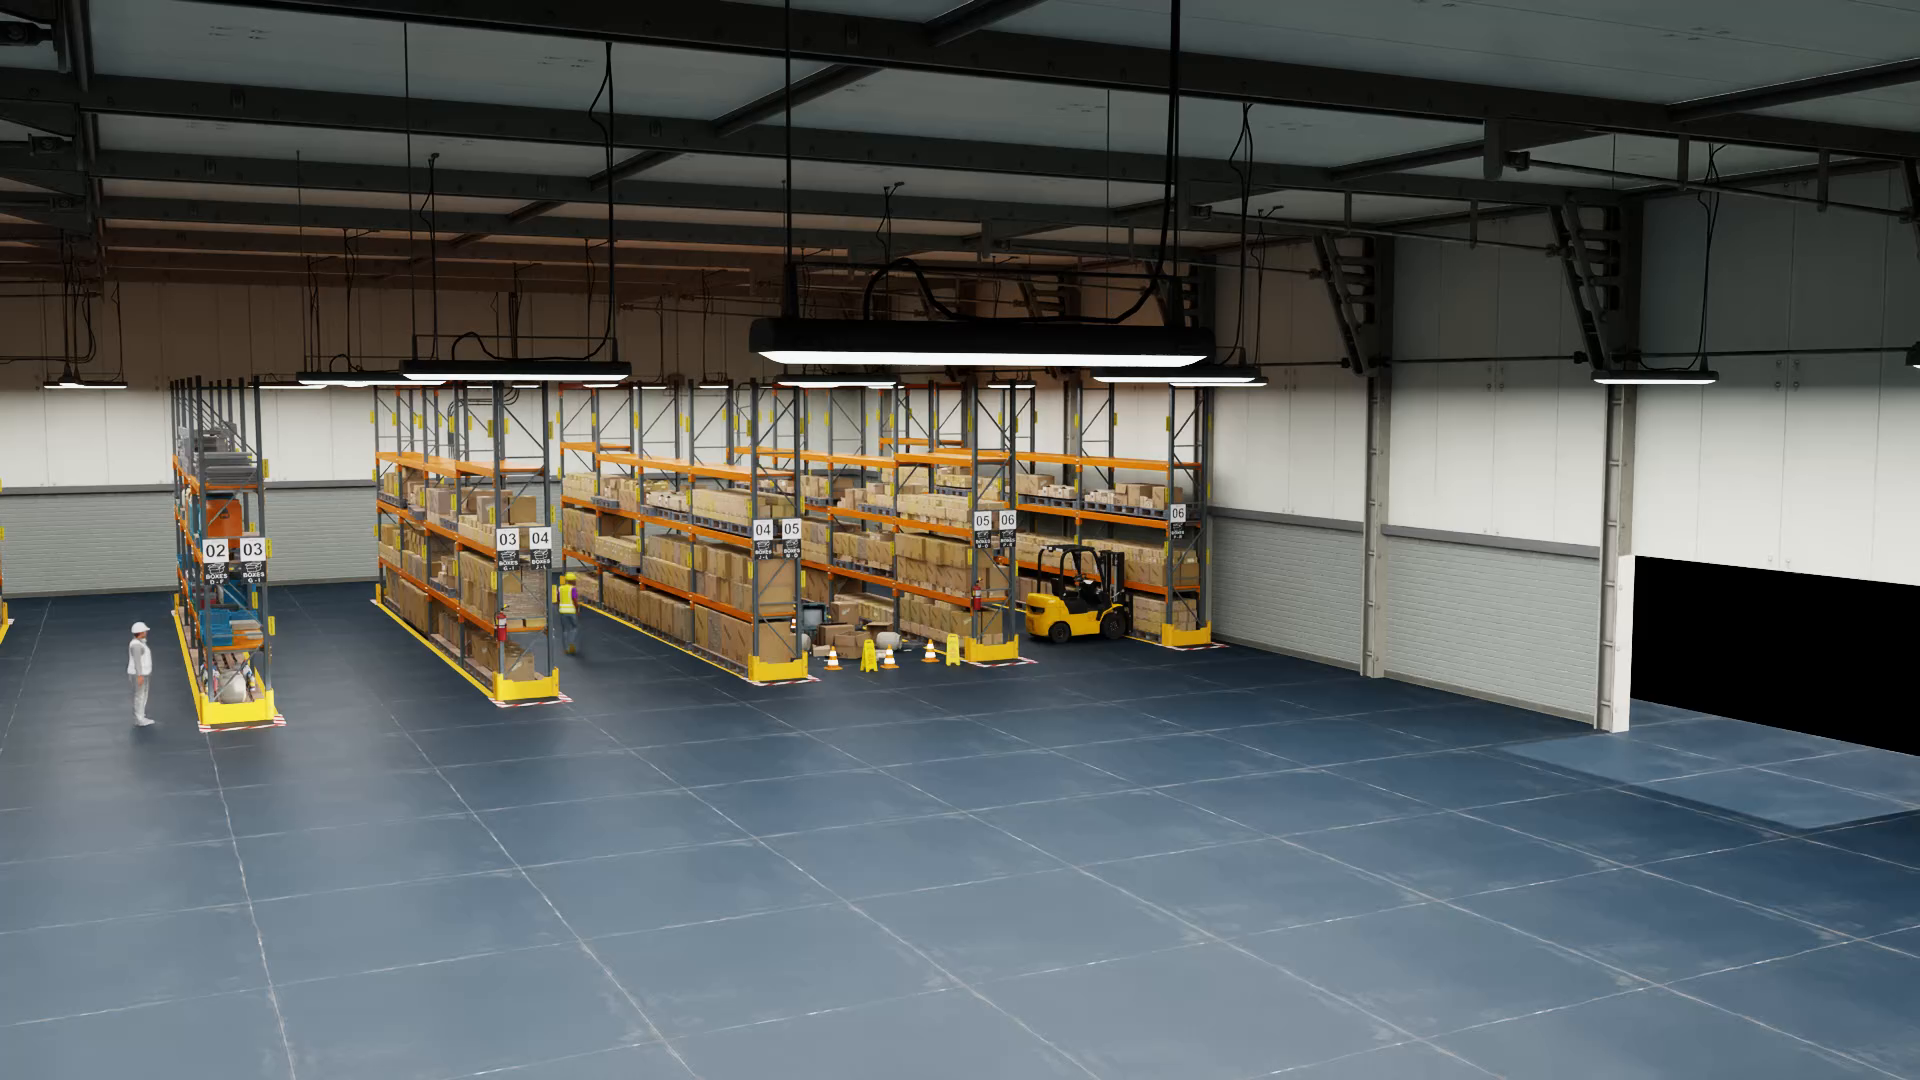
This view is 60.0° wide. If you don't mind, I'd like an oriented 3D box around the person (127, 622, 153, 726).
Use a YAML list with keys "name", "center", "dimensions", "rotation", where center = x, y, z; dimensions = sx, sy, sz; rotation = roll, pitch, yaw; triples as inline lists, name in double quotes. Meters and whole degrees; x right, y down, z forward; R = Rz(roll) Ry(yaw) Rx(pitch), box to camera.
- name: "person"
  center: [-14.077, 2.299, 28.540]
  dimensions: [0.370, 1.784, 0.557]
  rotation: [-1, 5, -13]

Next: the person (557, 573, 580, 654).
- name: "person"
  center: [-8.604, 1.639, 36.667]
  dimensions: [0.578, 1.814, 0.647]
  rotation: [0, 5, 0]
